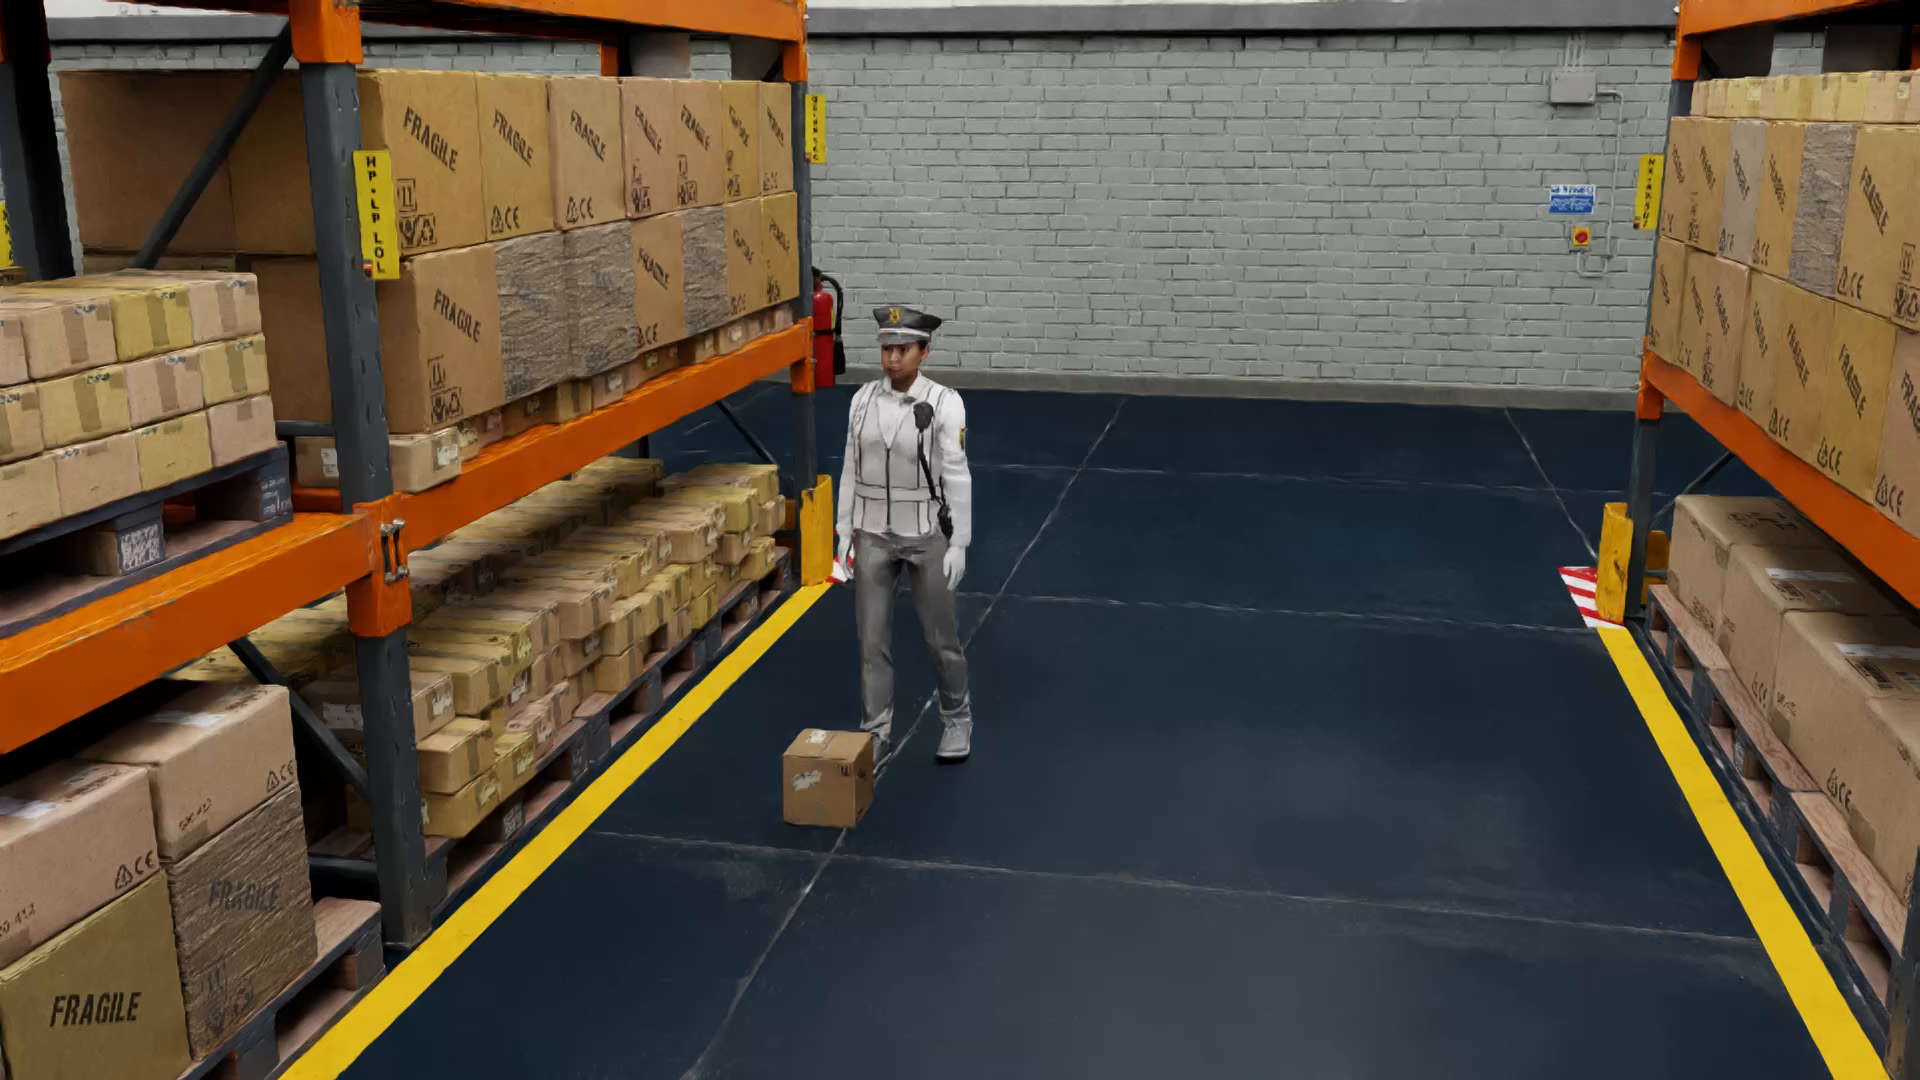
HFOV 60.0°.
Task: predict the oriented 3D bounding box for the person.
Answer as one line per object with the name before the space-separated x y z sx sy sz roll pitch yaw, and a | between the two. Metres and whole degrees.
person | -0.206 -0.002 5.949 0.503 1.693 0.580 5 16 18
